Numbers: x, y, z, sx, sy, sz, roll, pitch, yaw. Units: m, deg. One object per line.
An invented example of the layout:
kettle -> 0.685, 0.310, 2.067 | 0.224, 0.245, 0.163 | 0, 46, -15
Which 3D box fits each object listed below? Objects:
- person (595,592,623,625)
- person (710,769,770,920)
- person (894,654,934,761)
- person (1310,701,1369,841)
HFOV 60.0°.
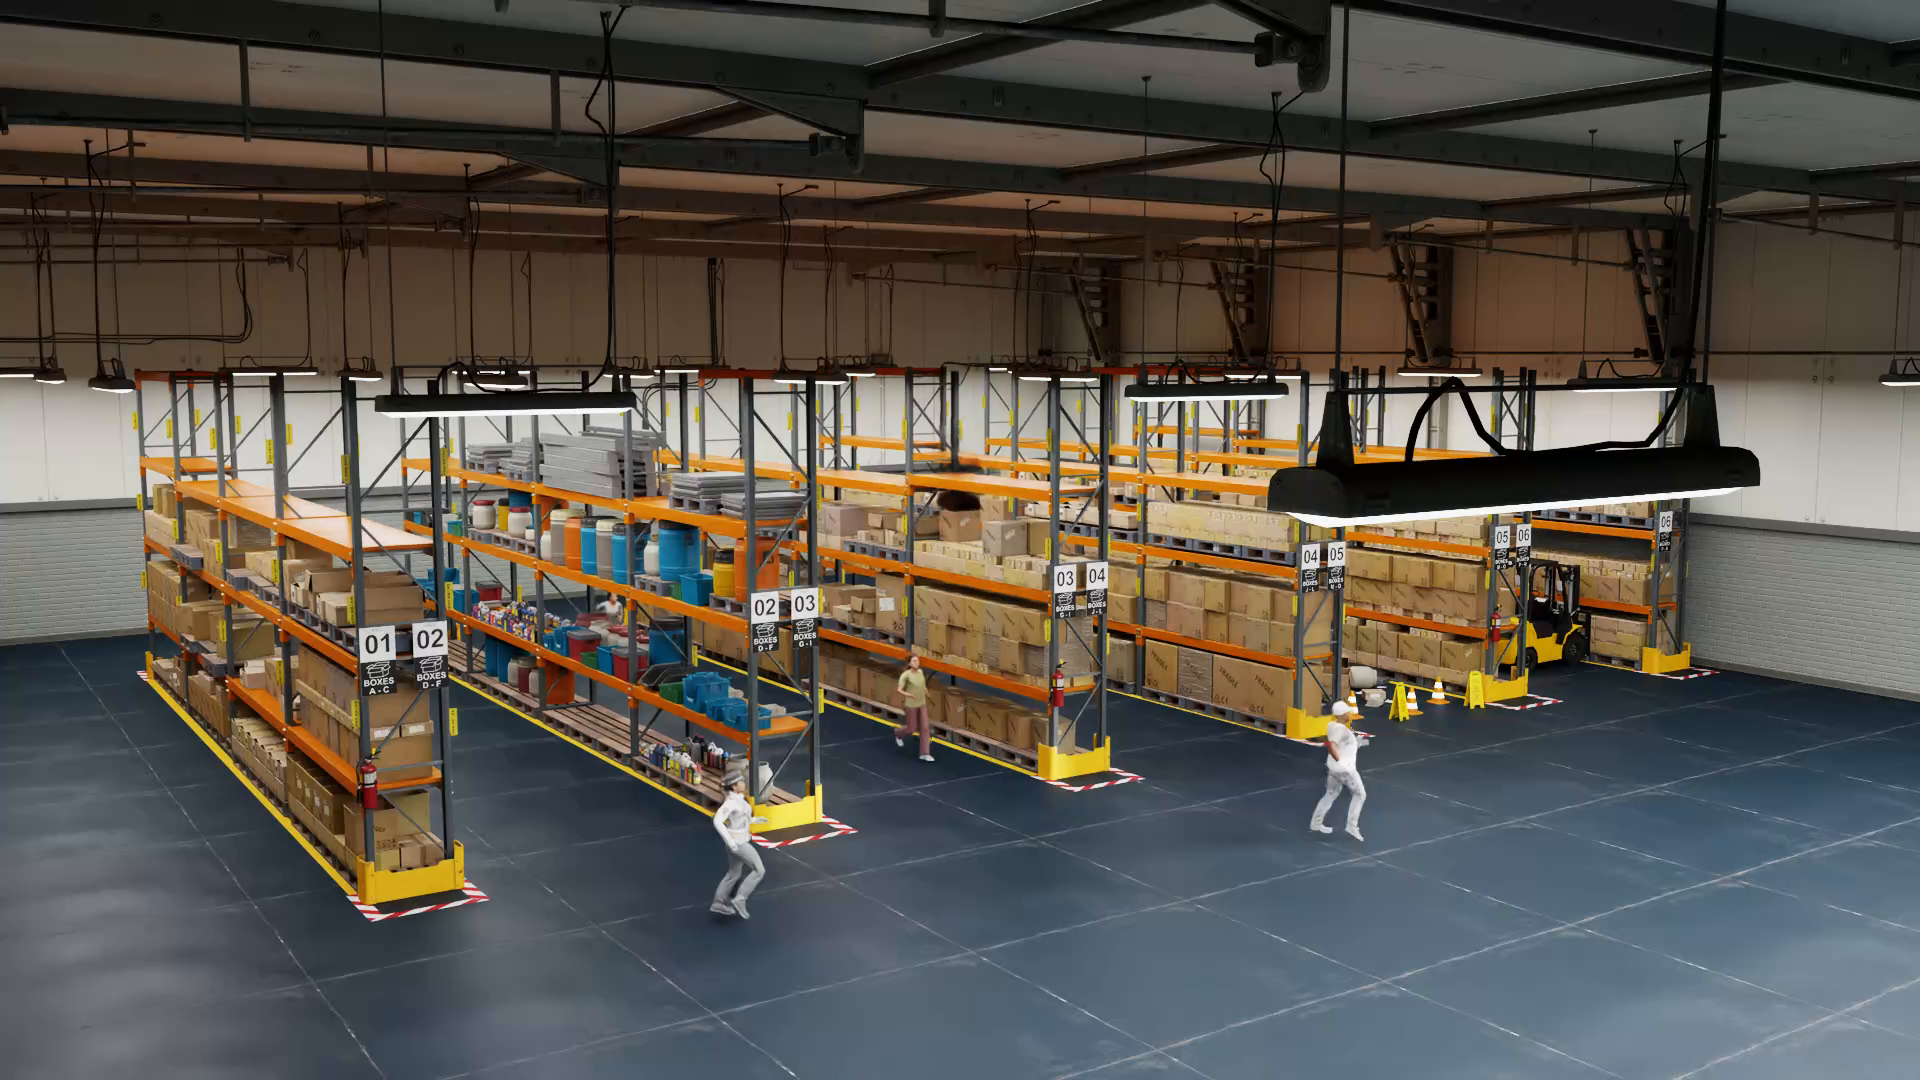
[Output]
person -> -6.980, 1.791, 33.024 | 0.576, 1.672, 0.941 | -5, 8, -40
person -> -2.461, 3.399, 18.603 | 0.668, 1.692, 0.583 | -1, 7, -8
person -> -0.692, 2.583, 25.957 | 0.592, 1.633, 0.970 | -5, 8, -35
person -> 4.962, 3.010, 21.624 | 0.775, 1.843, 0.658 | -1, 7, -11
